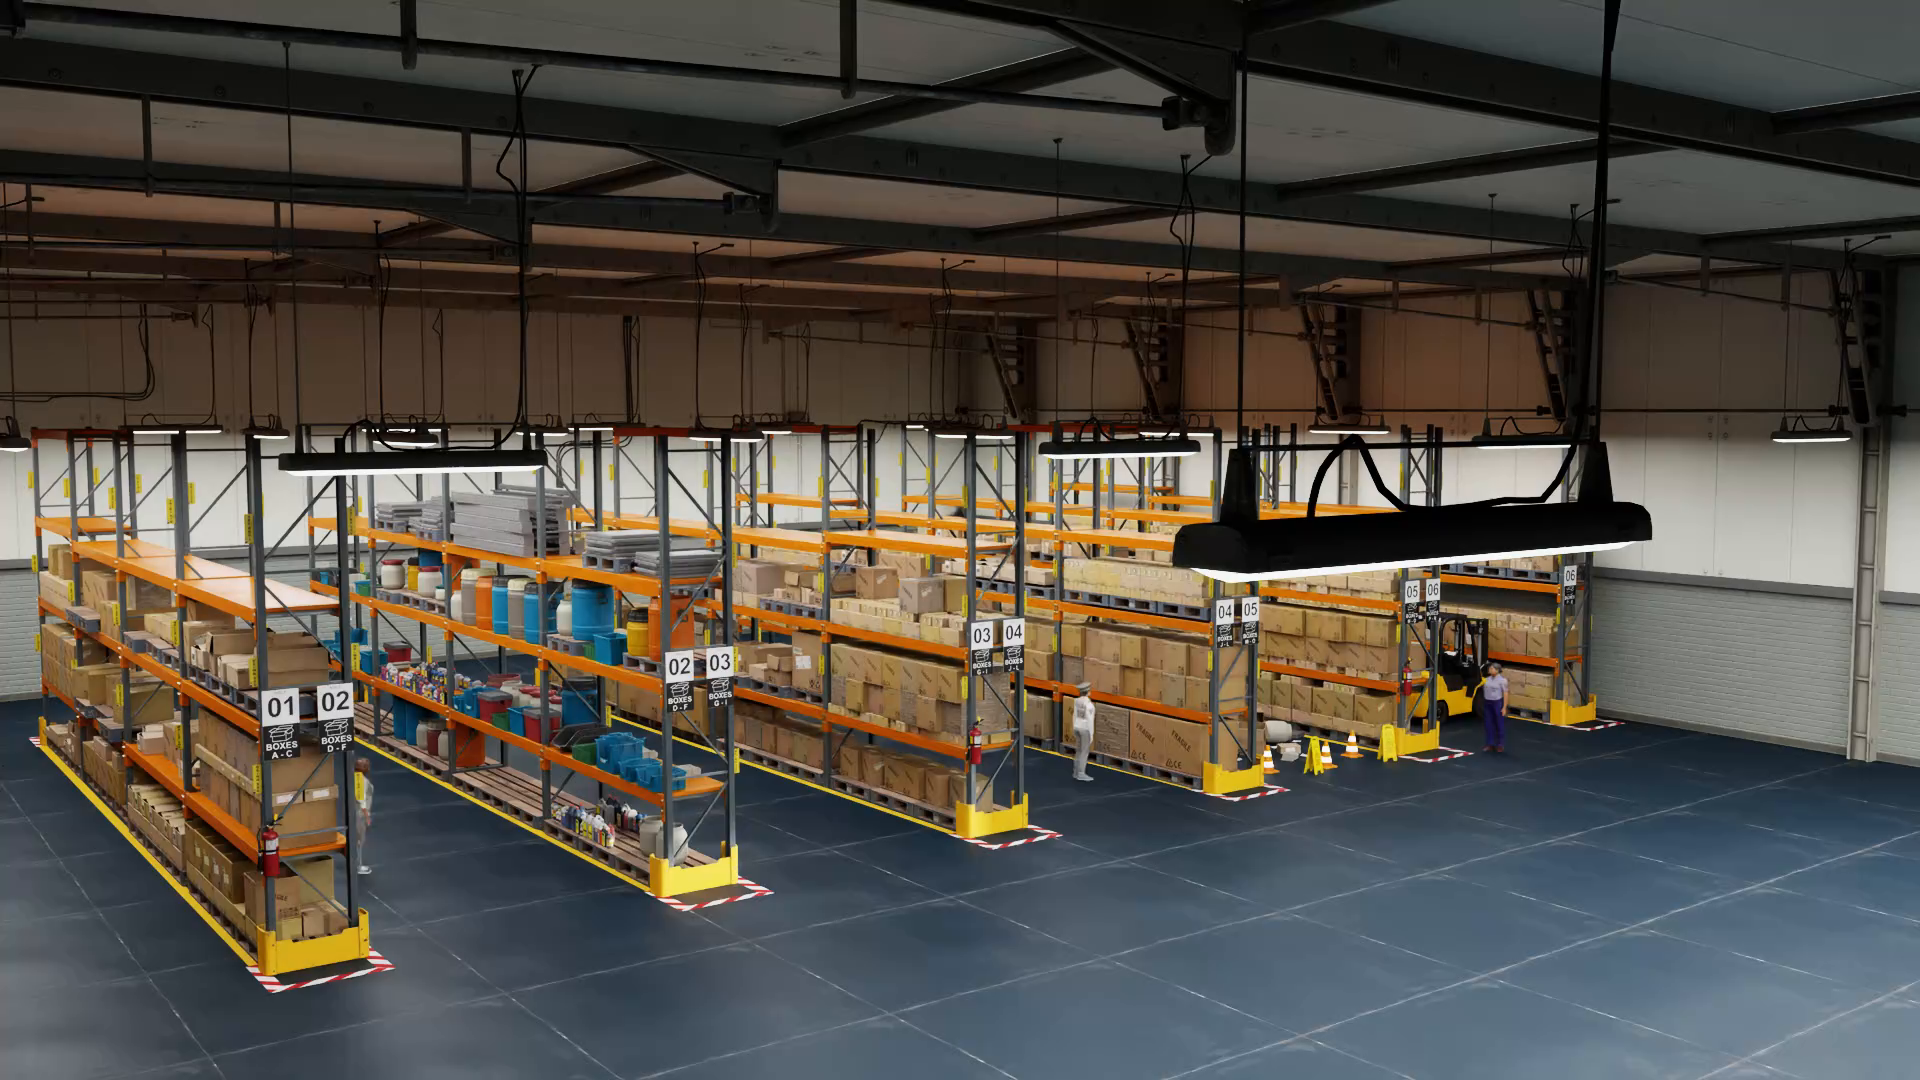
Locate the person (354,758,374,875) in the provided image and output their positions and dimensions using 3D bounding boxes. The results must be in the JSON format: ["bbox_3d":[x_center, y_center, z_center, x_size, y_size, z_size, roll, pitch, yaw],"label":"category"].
[{"bbox_3d":[-8.179,3.755,22.667,0.376,1.601,0.467,-2,5,-22],"label":"person"}]

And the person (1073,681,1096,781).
[{"bbox_3d":[2.127,3.261,28.399,0.327,1.695,0.576,-2,5,-28],"label":"person"}]

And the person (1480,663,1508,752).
[{"bbox_3d":[9.906,3.102,30.792,0.384,1.677,0.543,-4,6,-41],"label":"person"}]
